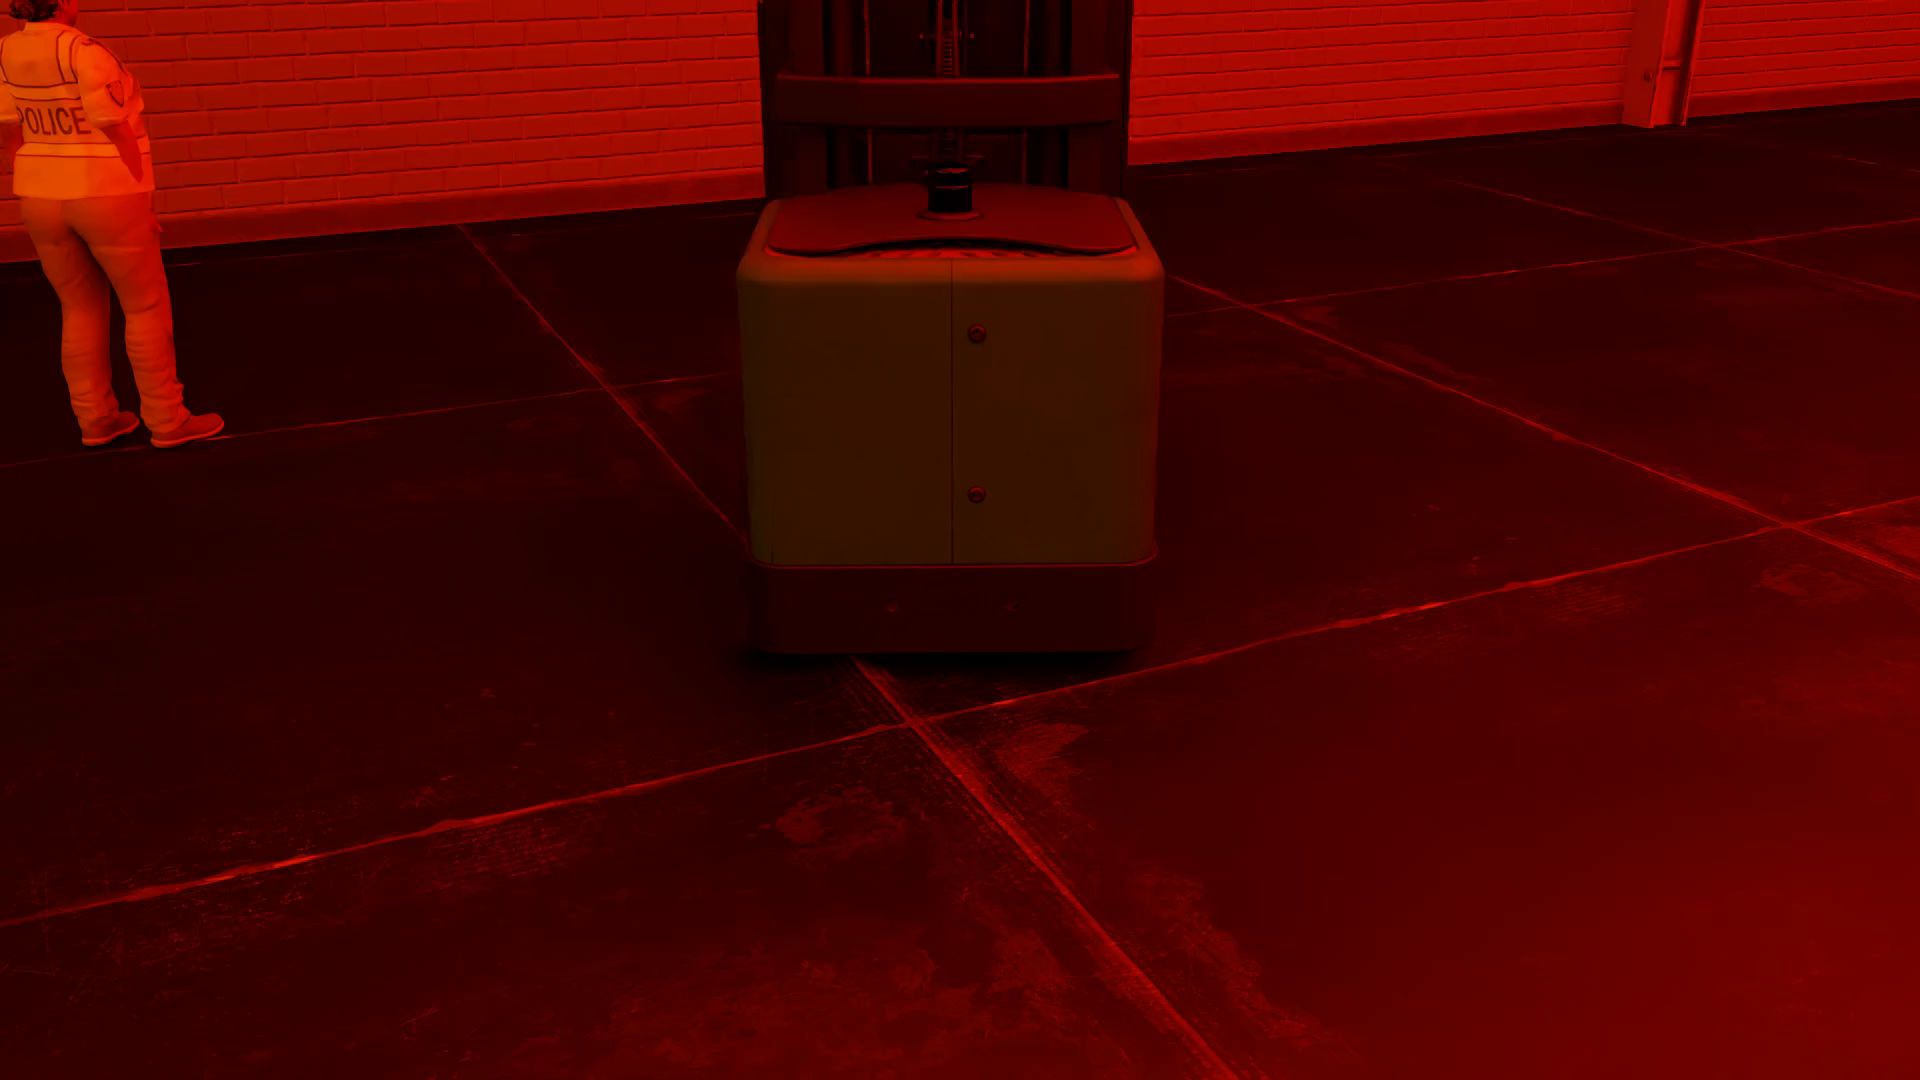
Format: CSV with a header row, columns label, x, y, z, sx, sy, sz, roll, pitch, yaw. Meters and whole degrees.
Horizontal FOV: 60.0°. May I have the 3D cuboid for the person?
label,x,y,z,sx,sy,sz,roll,pitch,yaw
person,-2.944,-1.131,5.668,0.484,1.668,0.386,3,23,8

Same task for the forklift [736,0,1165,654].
label,x,y,z,sx,sy,sz,roll,pitch,yaw
forklift,-0.048,-1.580,5.091,1.130,2.935,3.031,0,23,-1
